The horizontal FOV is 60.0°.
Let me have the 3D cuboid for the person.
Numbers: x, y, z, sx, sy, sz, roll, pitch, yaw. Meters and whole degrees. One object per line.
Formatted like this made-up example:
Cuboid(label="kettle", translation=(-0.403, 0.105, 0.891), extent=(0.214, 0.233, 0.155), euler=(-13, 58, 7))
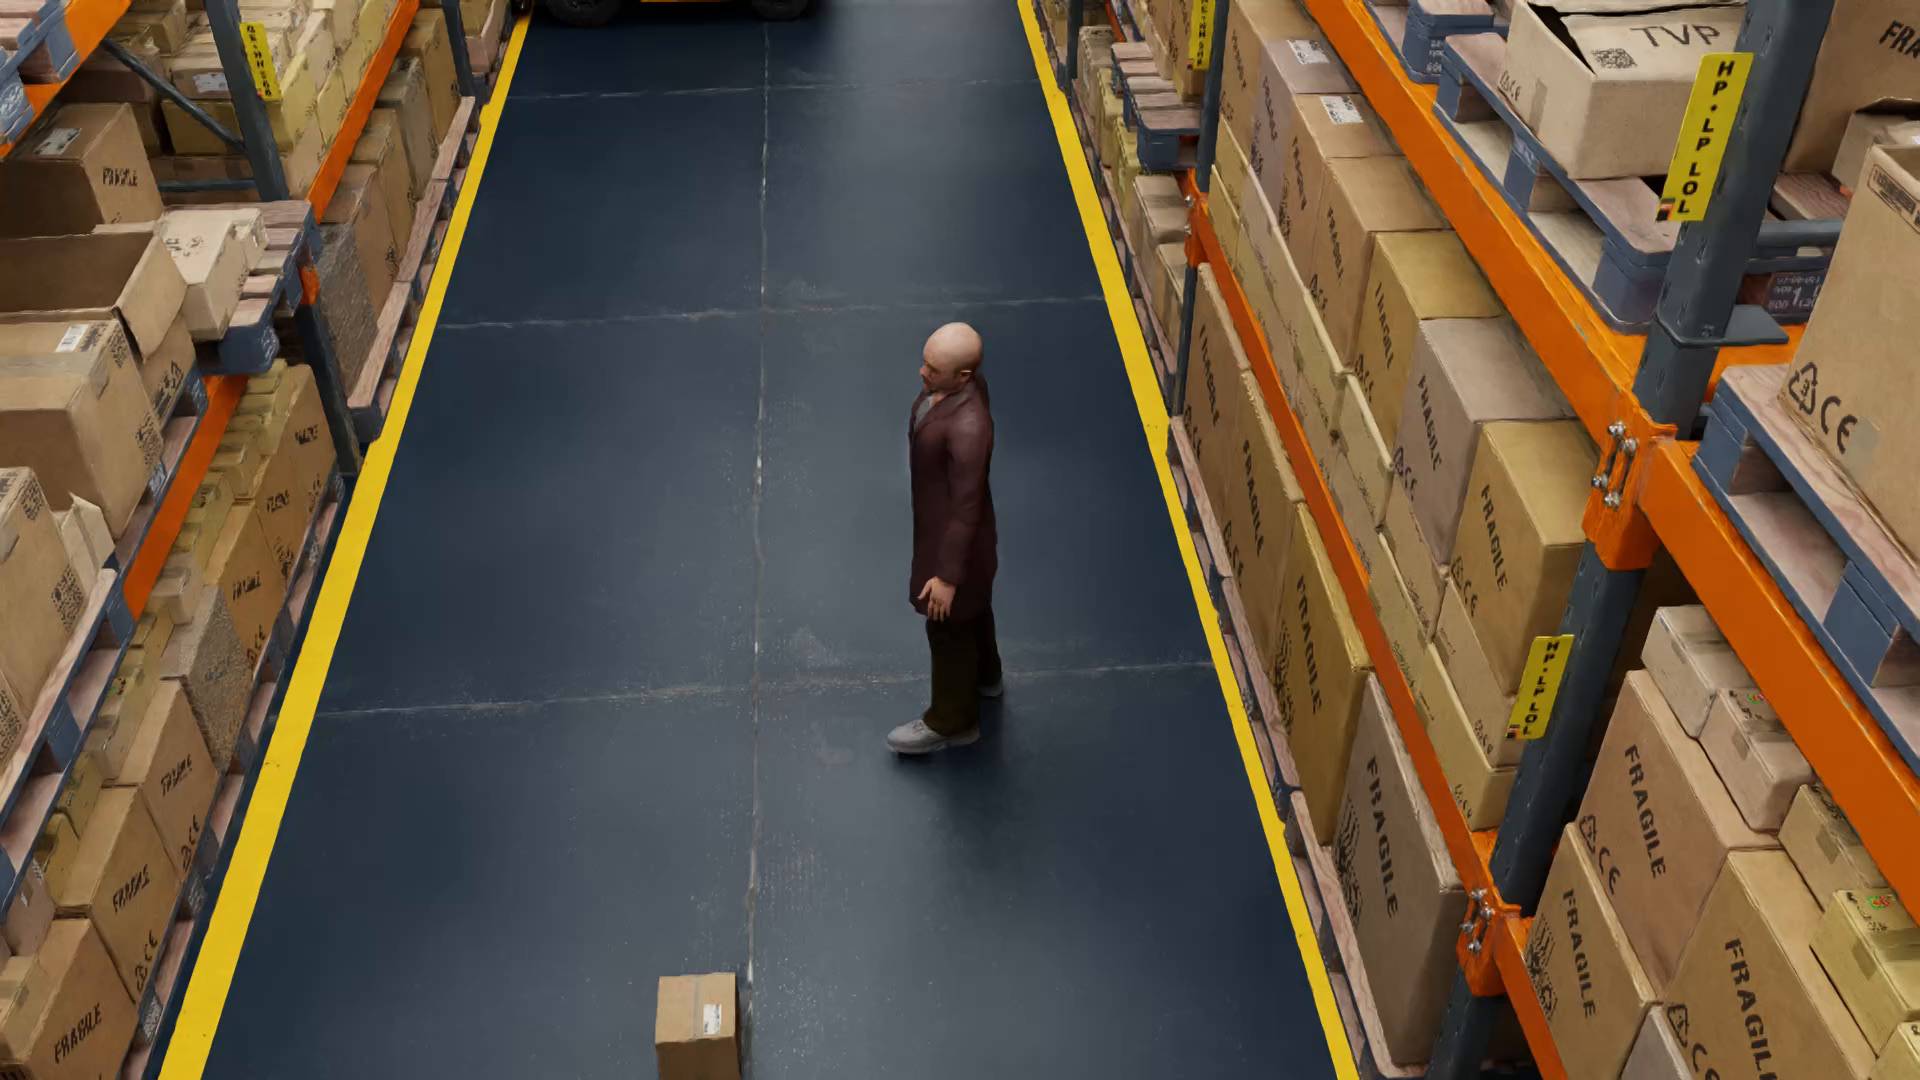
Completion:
Cuboid(label="person", translation=(-0.057, -0.012, 6.129), extent=(0.468, 1.787, 0.698), euler=(-1, 39, -1))
